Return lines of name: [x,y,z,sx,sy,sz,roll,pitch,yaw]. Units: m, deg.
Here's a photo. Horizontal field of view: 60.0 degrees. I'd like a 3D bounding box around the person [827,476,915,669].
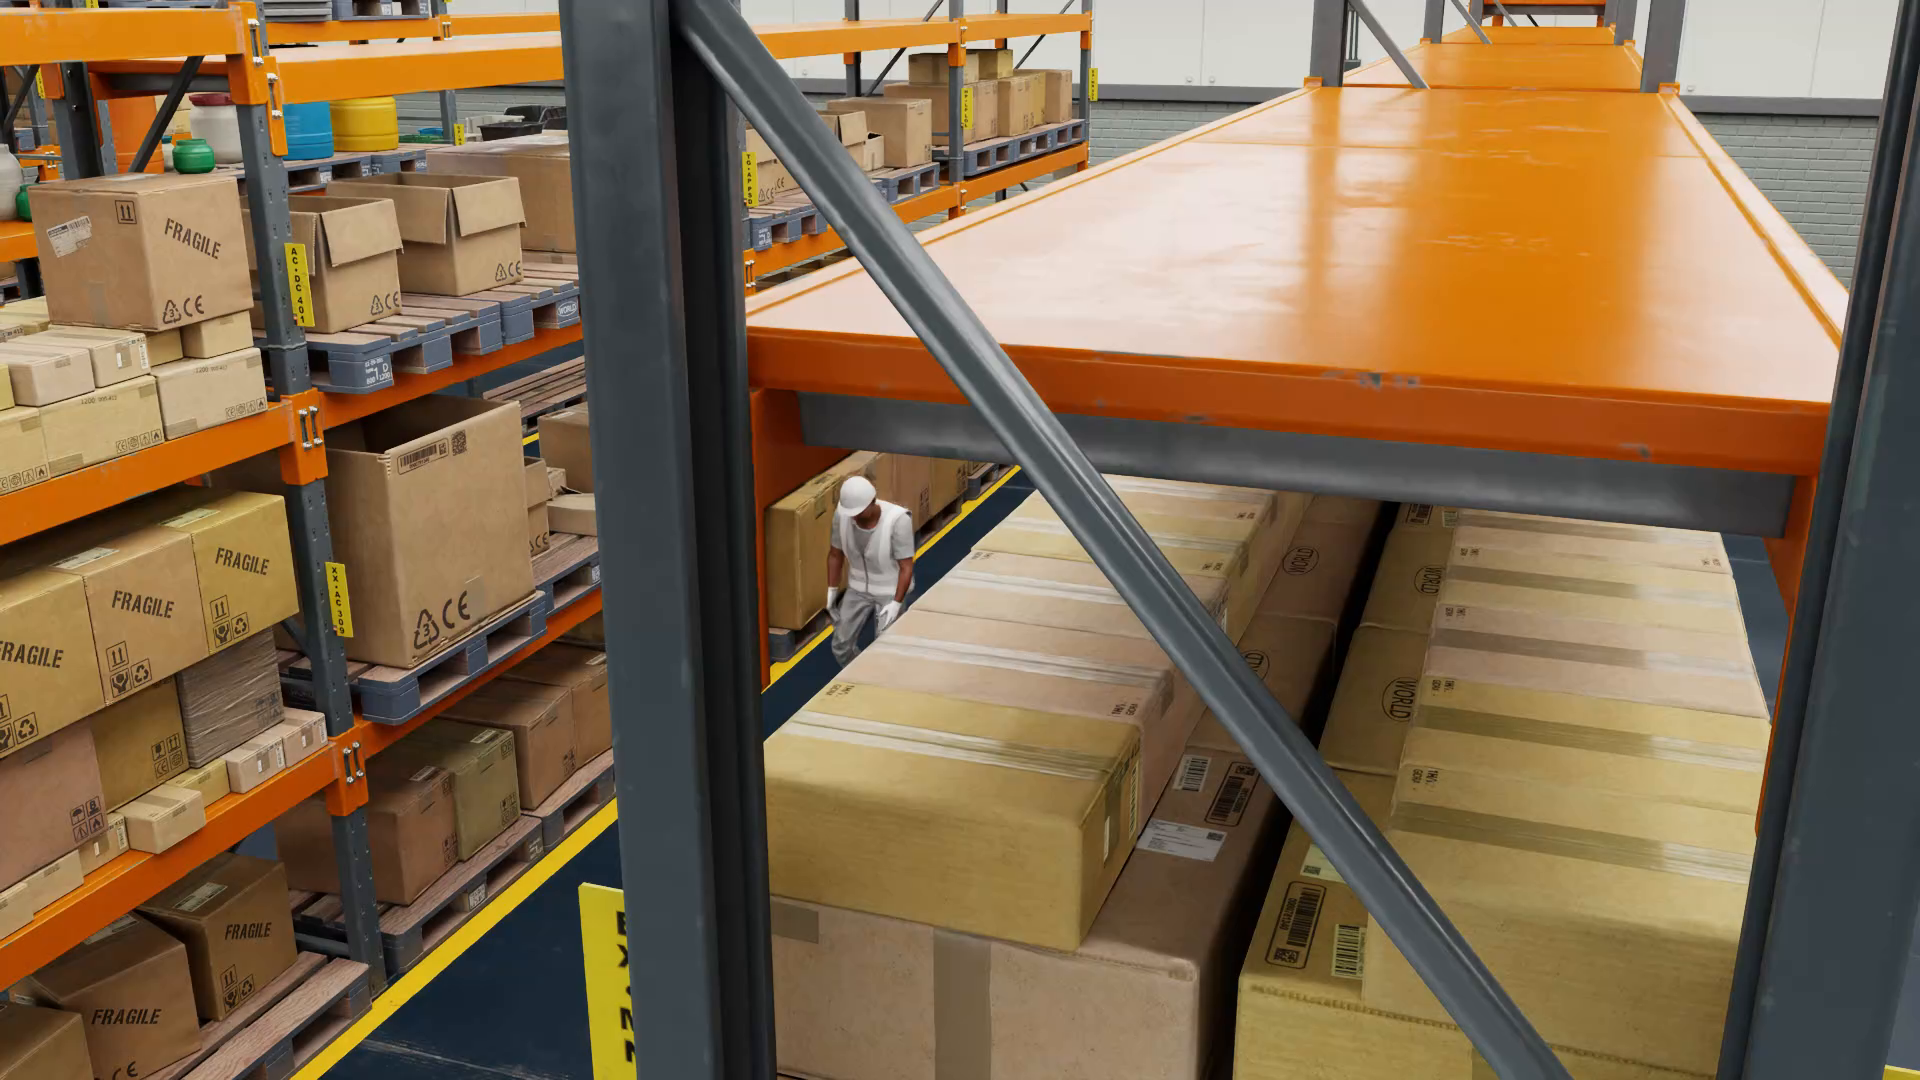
person: [-0.529,0.343,10.257,0.598,1.624,0.606,10,21,28]
